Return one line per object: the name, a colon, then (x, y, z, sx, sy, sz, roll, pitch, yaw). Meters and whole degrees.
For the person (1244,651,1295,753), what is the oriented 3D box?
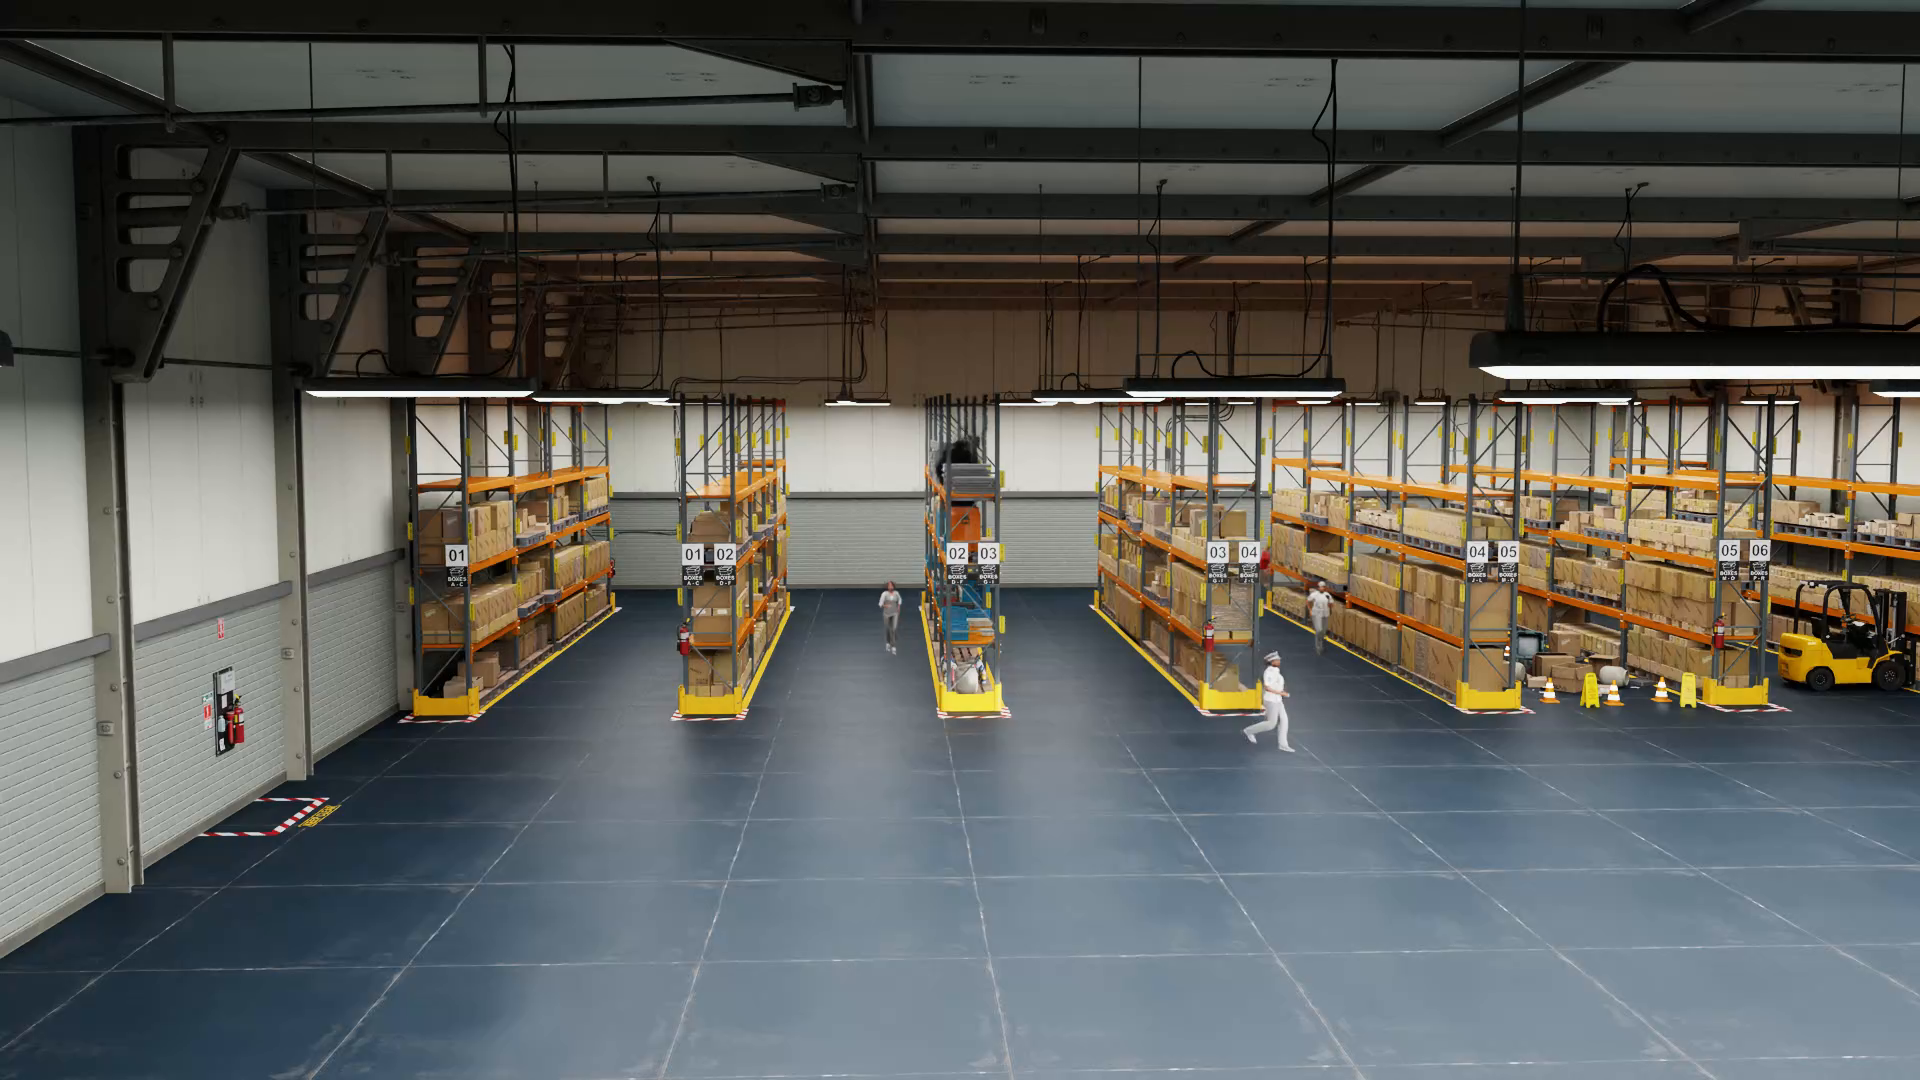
person: (5.194, 2.698, 27.805, 0.859, 1.700, 0.579, 2, 5, 22)

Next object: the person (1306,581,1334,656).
person: (8.435, 1.826, 38.874, 0.579, 1.729, 0.734, -1, 5, -11)

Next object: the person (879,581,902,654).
person: (-1.554, 1.712, 37.341, 0.537, 1.607, 0.842, -1, 5, -9)

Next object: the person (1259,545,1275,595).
person: (8.942, 0.995, 49.132, 0.906, 1.700, 0.718, 1, 5, 13)
